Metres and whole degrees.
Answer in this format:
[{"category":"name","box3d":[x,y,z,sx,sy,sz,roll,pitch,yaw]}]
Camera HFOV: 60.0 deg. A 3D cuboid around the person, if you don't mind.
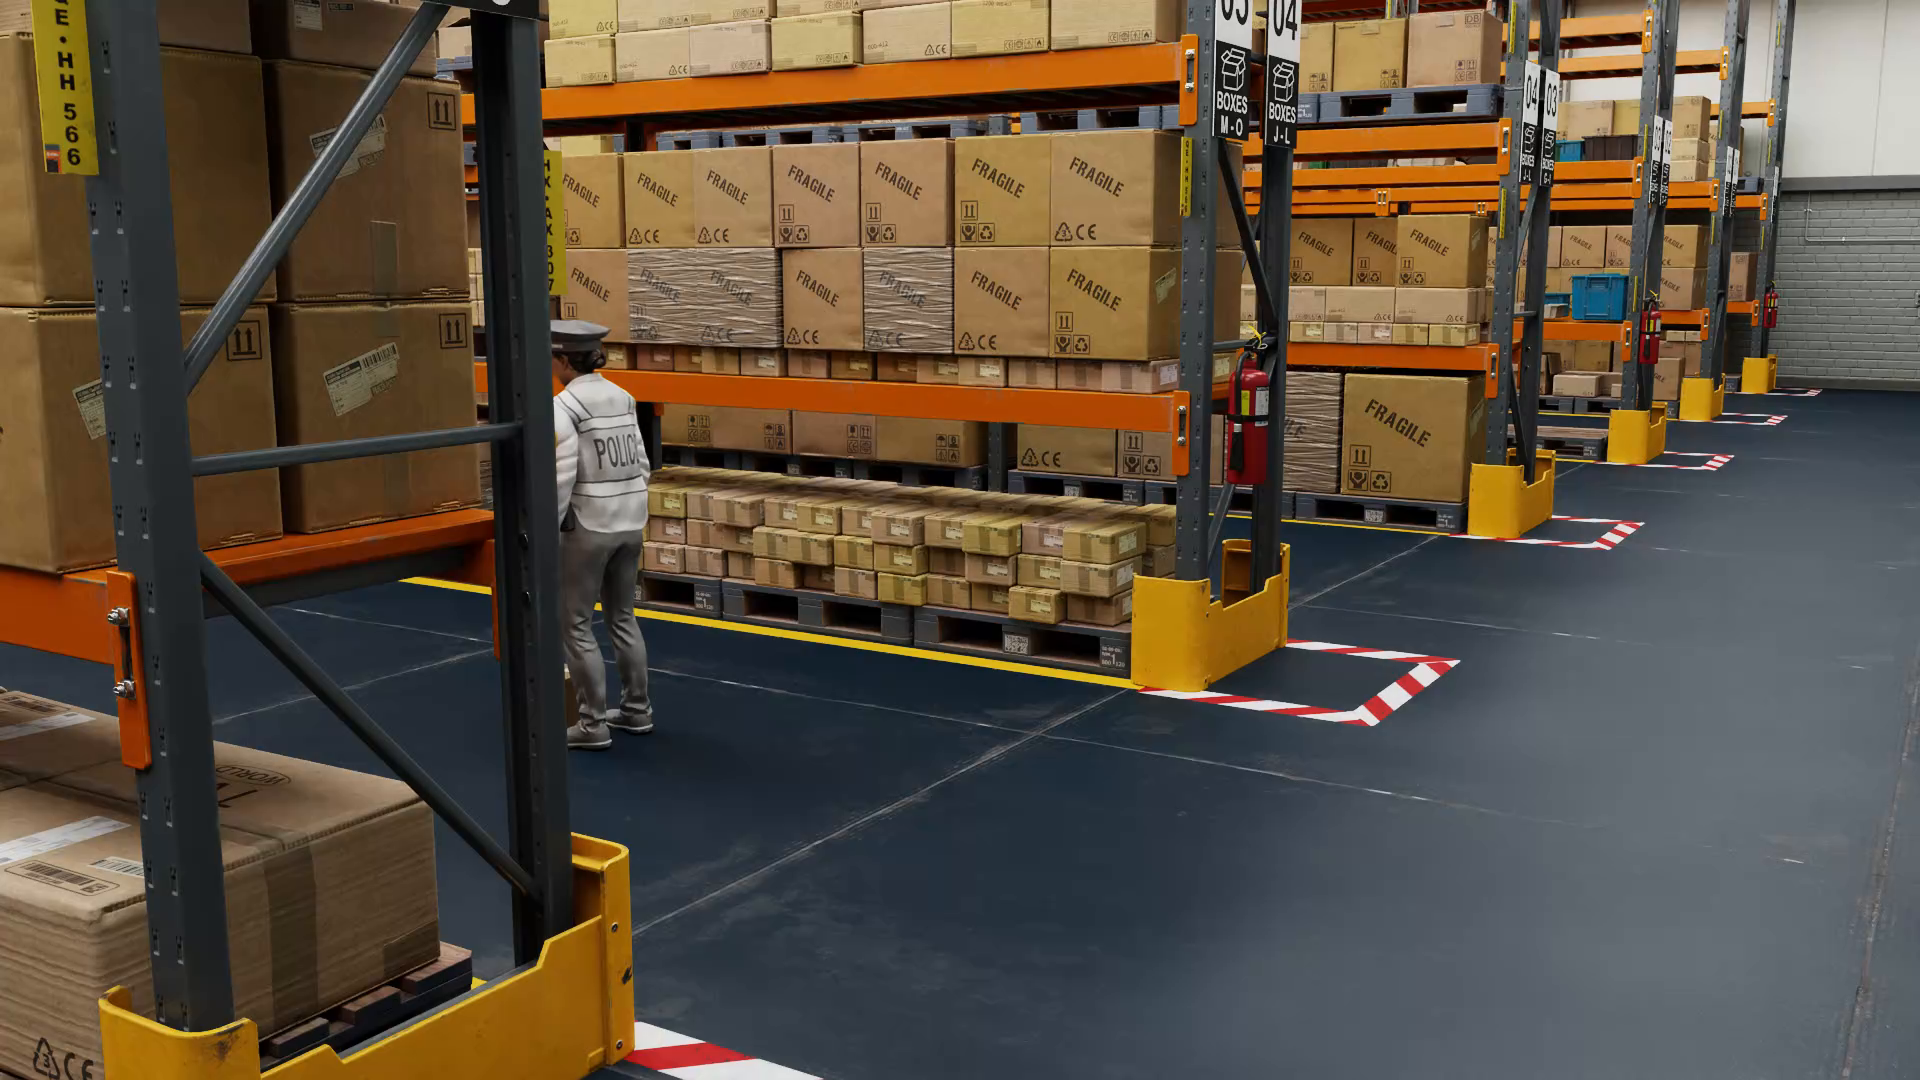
[{"category":"person","box3d":[-1.427,-0.022,6.504,0.371,1.663,0.529,6,11,31]}]
